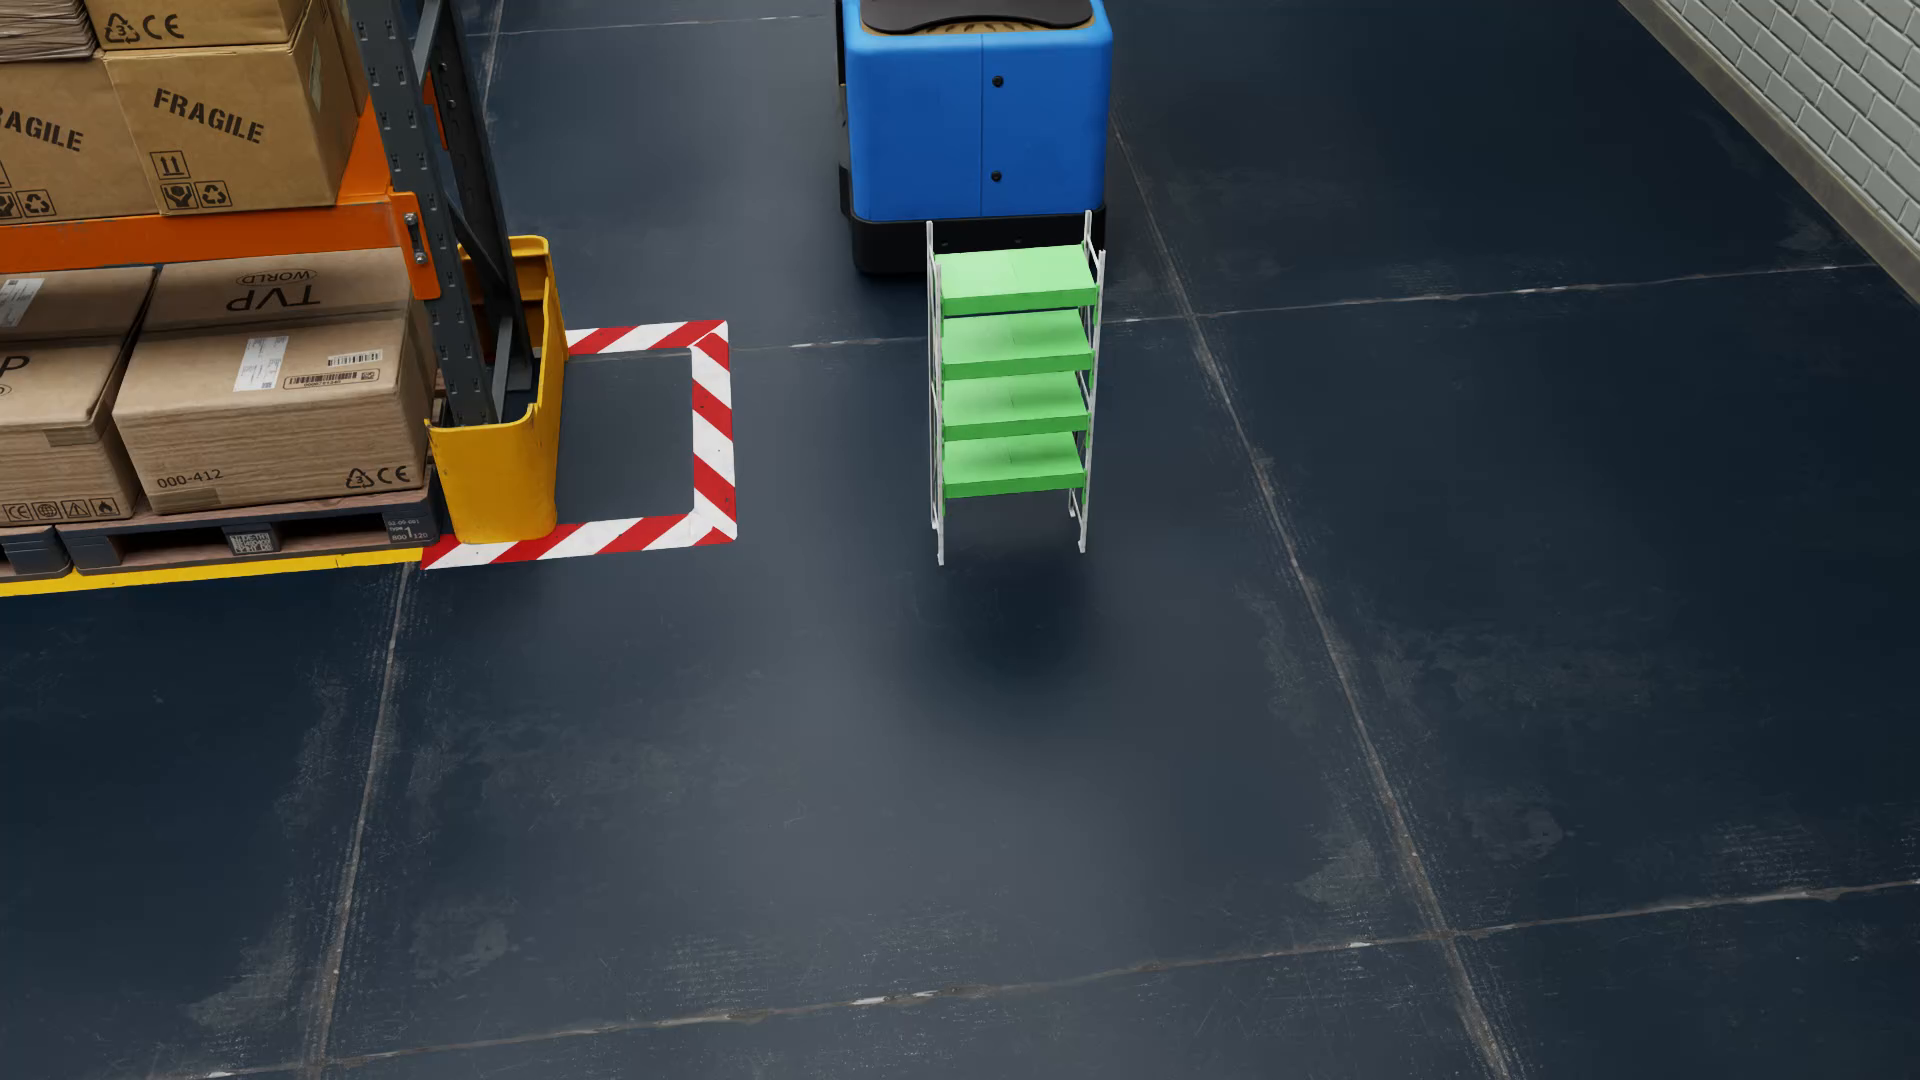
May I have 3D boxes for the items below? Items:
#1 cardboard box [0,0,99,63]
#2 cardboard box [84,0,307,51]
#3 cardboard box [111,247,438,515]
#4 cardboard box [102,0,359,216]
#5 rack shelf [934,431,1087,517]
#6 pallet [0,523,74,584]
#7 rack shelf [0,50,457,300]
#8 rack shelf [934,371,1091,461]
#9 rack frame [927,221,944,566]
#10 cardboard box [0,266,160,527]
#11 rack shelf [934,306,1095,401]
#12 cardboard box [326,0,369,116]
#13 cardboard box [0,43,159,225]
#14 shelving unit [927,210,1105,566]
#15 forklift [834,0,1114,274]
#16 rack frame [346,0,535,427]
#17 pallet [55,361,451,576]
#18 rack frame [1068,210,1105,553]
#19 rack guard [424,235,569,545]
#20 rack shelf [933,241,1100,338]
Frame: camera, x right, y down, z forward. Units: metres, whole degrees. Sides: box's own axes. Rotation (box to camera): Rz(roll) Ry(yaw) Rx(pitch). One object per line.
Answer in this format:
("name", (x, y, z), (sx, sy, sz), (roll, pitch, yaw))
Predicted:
("cardboard box", (-2.634, -1.636, 4.504), (0.500, 0.500, 0.500), (-5, 42, -5))
("cardboard box", (-2.120, -1.701, 4.575), (0.500, 0.500, 0.500), (-4, 42, -4))
("cardboard box", (-2.314, -0.574, 5.746), (0.875, 0.438, 0.875), (-6, 42, -7))
("cardboard box", (-2.116, -1.312, 4.891), (0.500, 0.500, 0.500), (-5, 42, -5))
("rack shelf", (0.164, -0.234, 5.568), (0.480, 0.148, 0.258), (-5, 42, -6))
("pallet", (-3.662, -0.232, 5.850), (1.213, 0.211, 1.003), (-5, 42, -6))
("rack shelf", (-3.656, -1.052, 5.214), (4.000, 0.370, 1.077), (-5, 42, -6))
("rack shelf", (0.164, -0.412, 5.407), (0.480, 0.148, 0.258), (-5, 42, -6))
("rack frame", (-0.078, -0.439, 5.341), (0.015, 1.200, 0.240), (-5, 42, -6))
("cardboard box", (-3.220, -0.489, 5.652), (0.875, 0.438, 0.875), (-4, 42, -4))
("rack shelf", (0.164, -0.591, 5.246), (0.480, 0.148, 0.258), (-5, 42, -6))
("cardboard box", (-2.186, -1.679, 5.297), (0.500, 0.500, 0.500), (-5, 42, -6))
("cardboard box", (-2.616, -1.279, 4.854), (0.500, 0.500, 0.500), (-6, 42, -6))
("shelving unit", (0.164, -0.460, 5.364), (0.503, 1.200, 0.258), (-5, 42, -6))
("forklift", (-0.036, -3.166, 7.071), (1.130, 2.935, 3.031), (-3, 42, -3))
("rack frame", (-1.672, -1.493, 5.166), (0.127, 3.000, 1.000), (-5, 42, -6))
("pallet", (-2.455, -0.336, 5.965), (1.213, 0.211, 1.003), (-5, 42, -6))
("rack frame", (0.406, -0.481, 5.388), (0.015, 1.200, 0.240), (-5, 42, -6))
("rack guard", (-1.649, -0.567, 6.005), (0.348, 0.500, 1.175), (-5, 42, -6))
("rack shelf", (0.164, -0.769, 5.085), (0.480, 0.148, 0.258), (-5, 42, -6))
